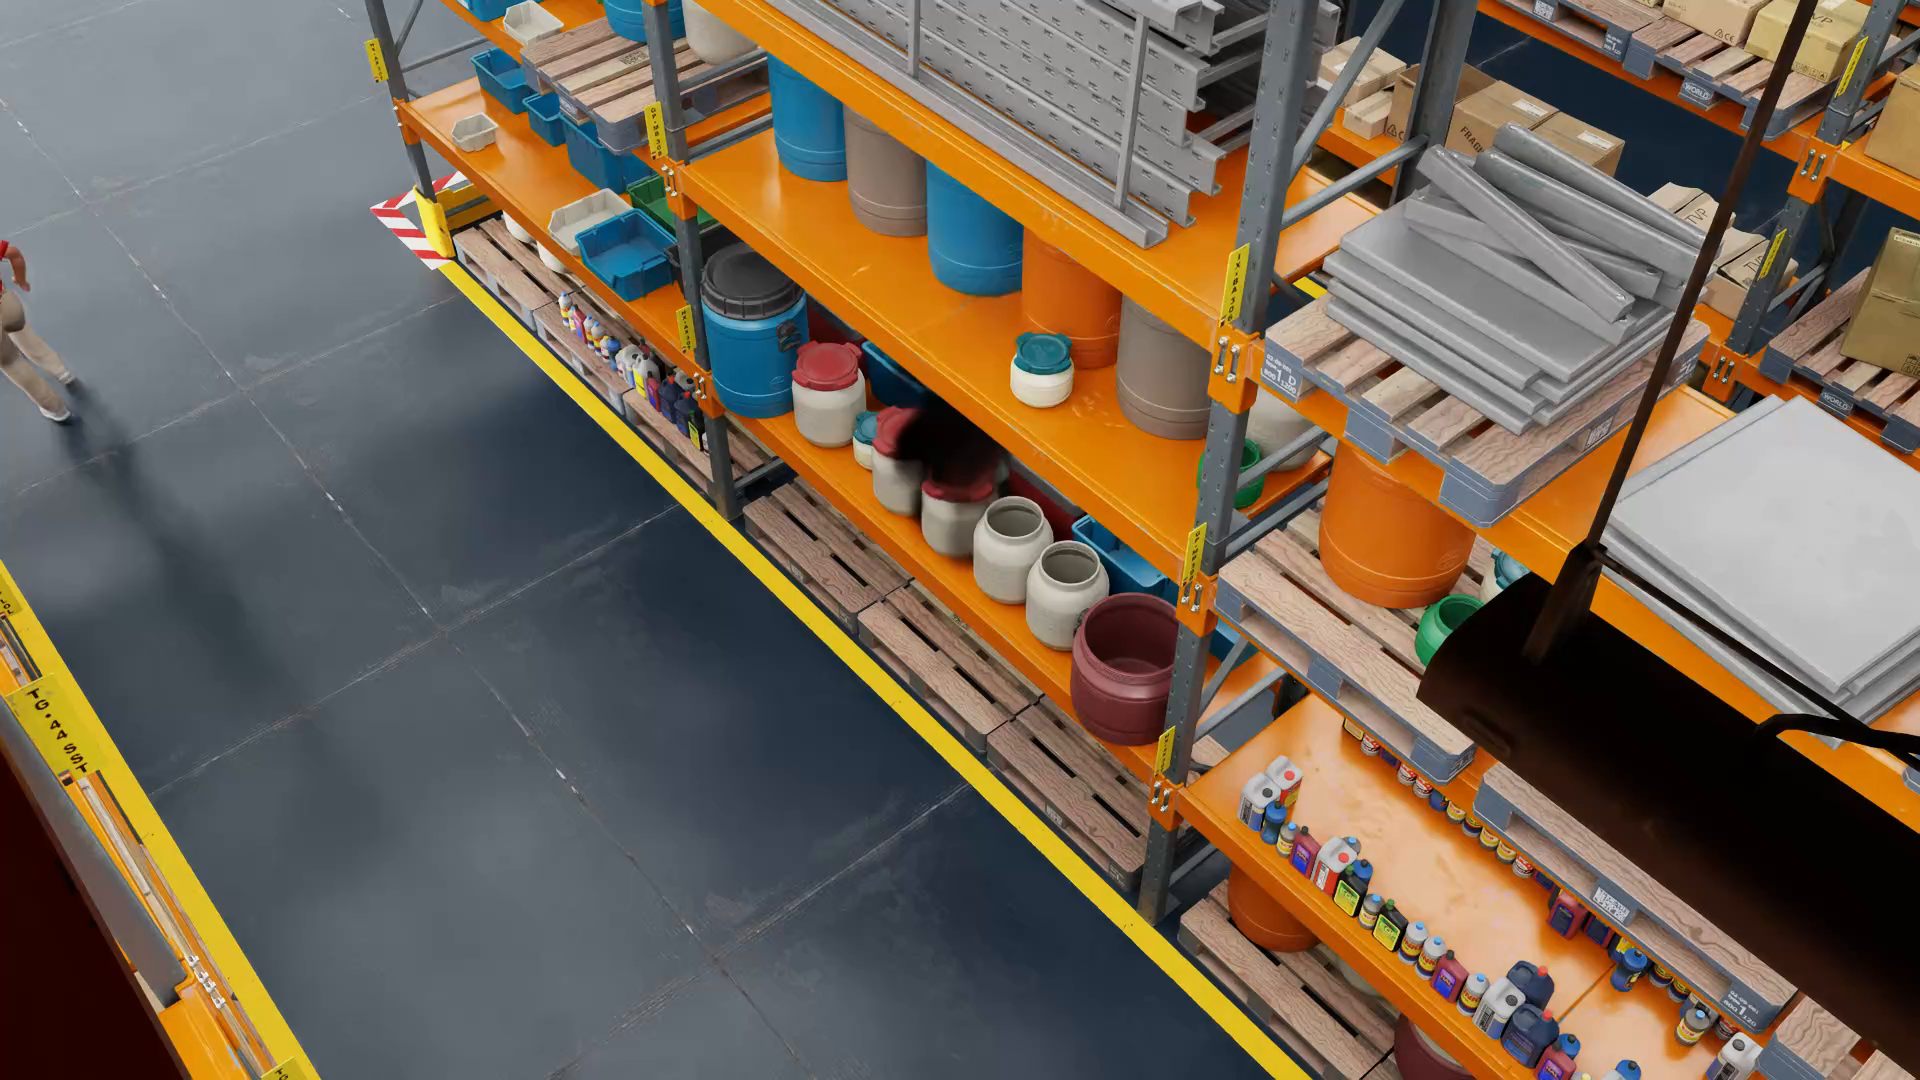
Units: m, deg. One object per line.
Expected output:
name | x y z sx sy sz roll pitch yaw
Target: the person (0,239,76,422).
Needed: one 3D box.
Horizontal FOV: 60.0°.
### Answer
person | -6.607 -1.530 11.286 0.754 1.744 0.701 27 52 23
